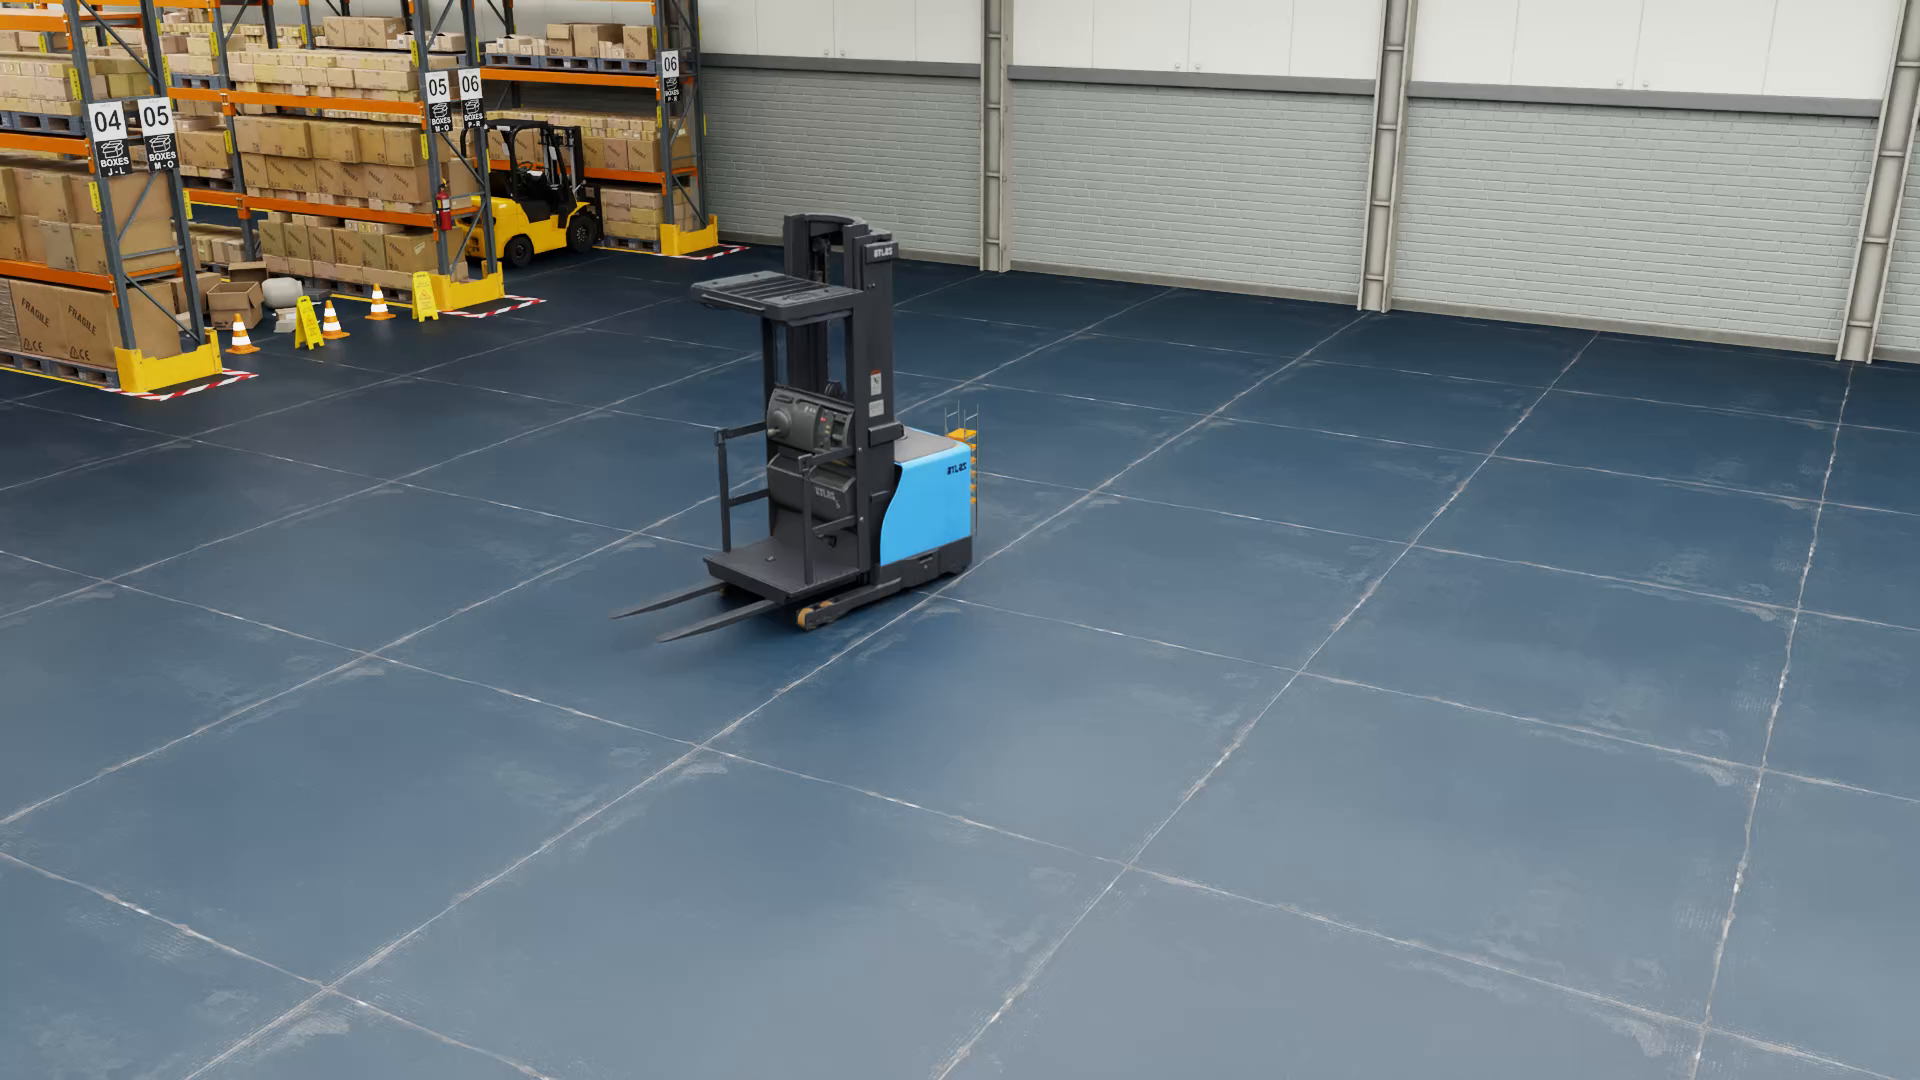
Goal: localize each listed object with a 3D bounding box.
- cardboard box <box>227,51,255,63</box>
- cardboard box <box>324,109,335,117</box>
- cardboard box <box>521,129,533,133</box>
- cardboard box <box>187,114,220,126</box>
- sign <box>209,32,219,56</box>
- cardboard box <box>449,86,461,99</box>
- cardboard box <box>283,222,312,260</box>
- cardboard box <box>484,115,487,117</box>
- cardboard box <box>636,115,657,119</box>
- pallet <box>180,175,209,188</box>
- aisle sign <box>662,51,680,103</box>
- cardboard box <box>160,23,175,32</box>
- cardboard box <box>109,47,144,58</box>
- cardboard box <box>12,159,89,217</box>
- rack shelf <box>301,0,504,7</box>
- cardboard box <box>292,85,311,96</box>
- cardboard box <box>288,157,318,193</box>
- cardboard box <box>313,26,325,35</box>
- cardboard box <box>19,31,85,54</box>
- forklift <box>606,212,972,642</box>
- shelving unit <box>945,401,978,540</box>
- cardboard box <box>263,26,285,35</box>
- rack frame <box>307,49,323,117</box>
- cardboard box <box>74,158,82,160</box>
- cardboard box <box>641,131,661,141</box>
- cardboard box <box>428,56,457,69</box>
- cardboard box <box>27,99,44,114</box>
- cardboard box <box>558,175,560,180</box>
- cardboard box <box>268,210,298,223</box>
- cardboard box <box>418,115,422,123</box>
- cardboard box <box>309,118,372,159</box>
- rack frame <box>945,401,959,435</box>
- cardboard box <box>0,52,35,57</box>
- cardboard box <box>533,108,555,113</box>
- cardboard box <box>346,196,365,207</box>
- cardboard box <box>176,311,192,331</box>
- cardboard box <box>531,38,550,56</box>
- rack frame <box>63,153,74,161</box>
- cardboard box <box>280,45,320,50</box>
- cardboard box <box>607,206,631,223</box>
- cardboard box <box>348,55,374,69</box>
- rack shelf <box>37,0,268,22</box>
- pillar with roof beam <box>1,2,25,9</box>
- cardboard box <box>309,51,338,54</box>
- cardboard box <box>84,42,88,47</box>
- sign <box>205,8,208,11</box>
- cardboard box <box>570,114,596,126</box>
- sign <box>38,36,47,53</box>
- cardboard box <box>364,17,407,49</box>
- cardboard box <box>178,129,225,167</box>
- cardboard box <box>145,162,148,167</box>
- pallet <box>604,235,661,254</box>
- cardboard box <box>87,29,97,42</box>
[{"bbox_3d":[-10.309,-6.957,23.944,0.250,0.149,0.380,10,22,26],"label":"cardboard box"},{"bbox_3d":[-11.365,-7.794,30.355,0.250,0.149,0.380,12,23,29],"label":"cardboard box"},{"bbox_3d":[-7.211,-6.997,28.159,0.250,0.149,0.380,11,23,28],"label":"cardboard box"},{"bbox_3d":[-11.662,-6.462,25.631,0.250,0.149,0.380,12,23,30],"label":"cardboard box"},{"bbox_3d":[-10.693,-7.112,23.837,0.005,0.325,0.100,11,23,27],"label":"sign"},{"bbox_3d":[-7.064,-6.218,23.077,0.250,0.149,0.380,11,23,27],"label":"cardboard box"},{"bbox_3d":[-9.569,-4.433,24.503,0.500,0.500,0.500,12,23,29],"label":"cardboard box"},{"bbox_3d":[-8.210,-7.392,29.246,0.250,0.149,0.380,10,22,26],"label":"cardboard box"},{"bbox_3d":[-5.154,-6.957,27.611,0.250,0.149,0.380,11,23,28],"label":"cardboard box"},{"bbox_3d":[-12.169,-5.697,25.954,1.213,0.211,1.003,11,23,27],"label":"pallet"},{"bbox_3d":[-4.601,-7.376,26.488,0.004,0.787,0.394,11,23,27],"label":"aisle sign"},{"bbox_3d":[-14.945,-9.744,31.599,0.250,0.149,0.380,12,23,29],"label":"cardboard box"},{"bbox_3d":[-12.572,-7.318,25.590,0.637,0.503,0.797,11,23,27],"label":"cardboard box"},{"bbox_3d":[-10.512,-4.133,19.556,0.550,0.550,0.875,11,23,27],"label":"cardboard box"},{"bbox_3d":[-9.754,-9.544,29.121,4.000,0.370,1.077,11,23,27],"label":"rack shelf"},{"bbox_3d":[-9.190,-6.366,23.485,0.250,0.149,0.380,10,22,26],"label":"cardboard box"},{"bbox_3d":[-9.295,-5.306,24.011,0.500,0.500,0.500,11,22,27],"label":"cardboard box"},{"bbox_3d":[-11.686,-9.393,30.662,0.250,0.149,0.380,10,22,25],"label":"cardboard box"},{"bbox_3d":[-14.320,-7.778,26.243,0.637,0.503,0.797,9,22,24],"label":"cardboard box"},{"bbox_3d":[-1.293,-0.896,12.538,1.130,2.935,3.031,19,27,41],"label":"forklift"},{"bbox_3d":[0.013,-0.562,14.154,0.189,1.200,0.258,11,23,27],"label":"shelving unit"},{"bbox_3d":[-12.581,-9.378,30.620,0.250,0.149,0.380,10,22,26],"label":"cardboard box"},{"bbox_3d":[-11.500,-7.583,30.871,0.127,3.000,1.000,11,23,27],"label":"rack frame"},{"bbox_3d":[-14.485,-6.041,26.839,0.500,0.250,0.500,10,22,25],"label":"cardboard box"},{"bbox_3d":[-4.955,-6.579,27.004,0.250,0.149,0.380,11,23,28],"label":"cardboard box"},{"bbox_3d":[-7.144,-6.561,22.853,0.250,0.149,0.380,11,22,27],"label":"cardboard box"},{"bbox_3d":[-10.159,-4.859,18.569,0.250,0.149,0.380,11,23,28],"label":"cardboard box"},{"bbox_3d":[-7.034,-6.188,28.977,0.500,0.250,0.500,10,22,27],"label":"cardboard box"},{"bbox_3d":[-9.962,-4.784,24.521,0.250,0.149,0.380,11,23,28],"label":"cardboard box"},{"bbox_3d":[-9.329,-7.421,29.326,0.250,0.149,0.380,10,22,26],"label":"cardboard box"},{"bbox_3d":[-8.787,-5.716,23.674,0.500,0.500,0.700,11,22,27],"label":"cardboard box"},{"bbox_3d":[-0.067,-0.577,14.196,0.006,1.200,0.240,11,23,27],"label":"rack frame"},{"bbox_3d":[-11.175,-5.684,19.674,0.250,0.149,0.380,10,22,27],"label":"cardboard box"},{"bbox_3d":[-7.145,-7.352,28.700,0.250,0.149,0.380,11,22,27],"label":"cardboard box"},{"bbox_3d":[-8.515,-4.846,23.695,0.250,0.149,0.380,11,22,27],"label":"cardboard box"},{"bbox_3d":[-10.352,-2.926,22.042,0.258,0.266,0.396,16,25,36],"label":"cardboard box"},{"bbox_3d":[-6.860,-8.172,27.530,0.258,0.266,0.396,10,22,26],"label":"cardboard box"},{"bbox_3d":[-13.917,-6.105,26.795,0.127,3.000,1.000,11,23,27],"label":"rack frame"},{"bbox_3d":[-12.066,-8.936,30.421,0.500,0.250,0.500,10,22,26],"label":"cardboard box"},{"bbox_3d":[-5.526,-5.467,27.720,0.500,0.250,0.500,11,22,27],"label":"cardboard box"},{"bbox_3d":[-8.217,-6.601,22.964,0.250,0.149,0.380,11,23,27],"label":"cardboard box"},{"bbox_3d":[-12.171,-8.066,25.046,4.000,0.370,1.077,11,23,27],"label":"rack shelf"},{"bbox_3d":[-22.498,-11.169,31.958,0.400,9.000,9.100,11,23,27],"label":"pillar with roof beam"},{"bbox_3d":[-9.125,-6.950,23.926,0.250,0.149,0.380,10,22,26],"label":"cardboard box"},{"bbox_3d":[-17.216,-9.863,33.127,0.250,0.149,0.380,11,22,27],"label":"cardboard box"},{"bbox_3d":[-14.724,-10.252,32.495,0.005,0.325,0.100,11,23,27],"label":"sign"},{"bbox_3d":[-6.273,-6.994,27.714,0.250,0.149,0.380,11,23,28],"label":"cardboard box"},{"bbox_3d":[-14.195,-7.631,25.730,0.005,0.325,0.100,11,23,27],"label":"sign"},{"bbox_3d":[-10.098,-8.922,29.255,0.500,0.500,0.500,11,23,29],"label":"cardboard box"},{"bbox_3d":[-11.374,-5.914,25.072,0.500,0.500,0.500,11,23,28],"label":"cardboard box"},{"bbox_3d":[-12.337,-5.791,25.684,0.250,0.149,0.380,12,23,29],"label":"cardboard box"},{"bbox_3d":[-5.204,-5.056,27.995,1.213,0.211,1.003,11,23,27],"label":"pallet"},{"bbox_3d":[-16.872,-9.991,32.895,0.500,0.250,0.500,10,22,26],"label":"cardboard box"}]
